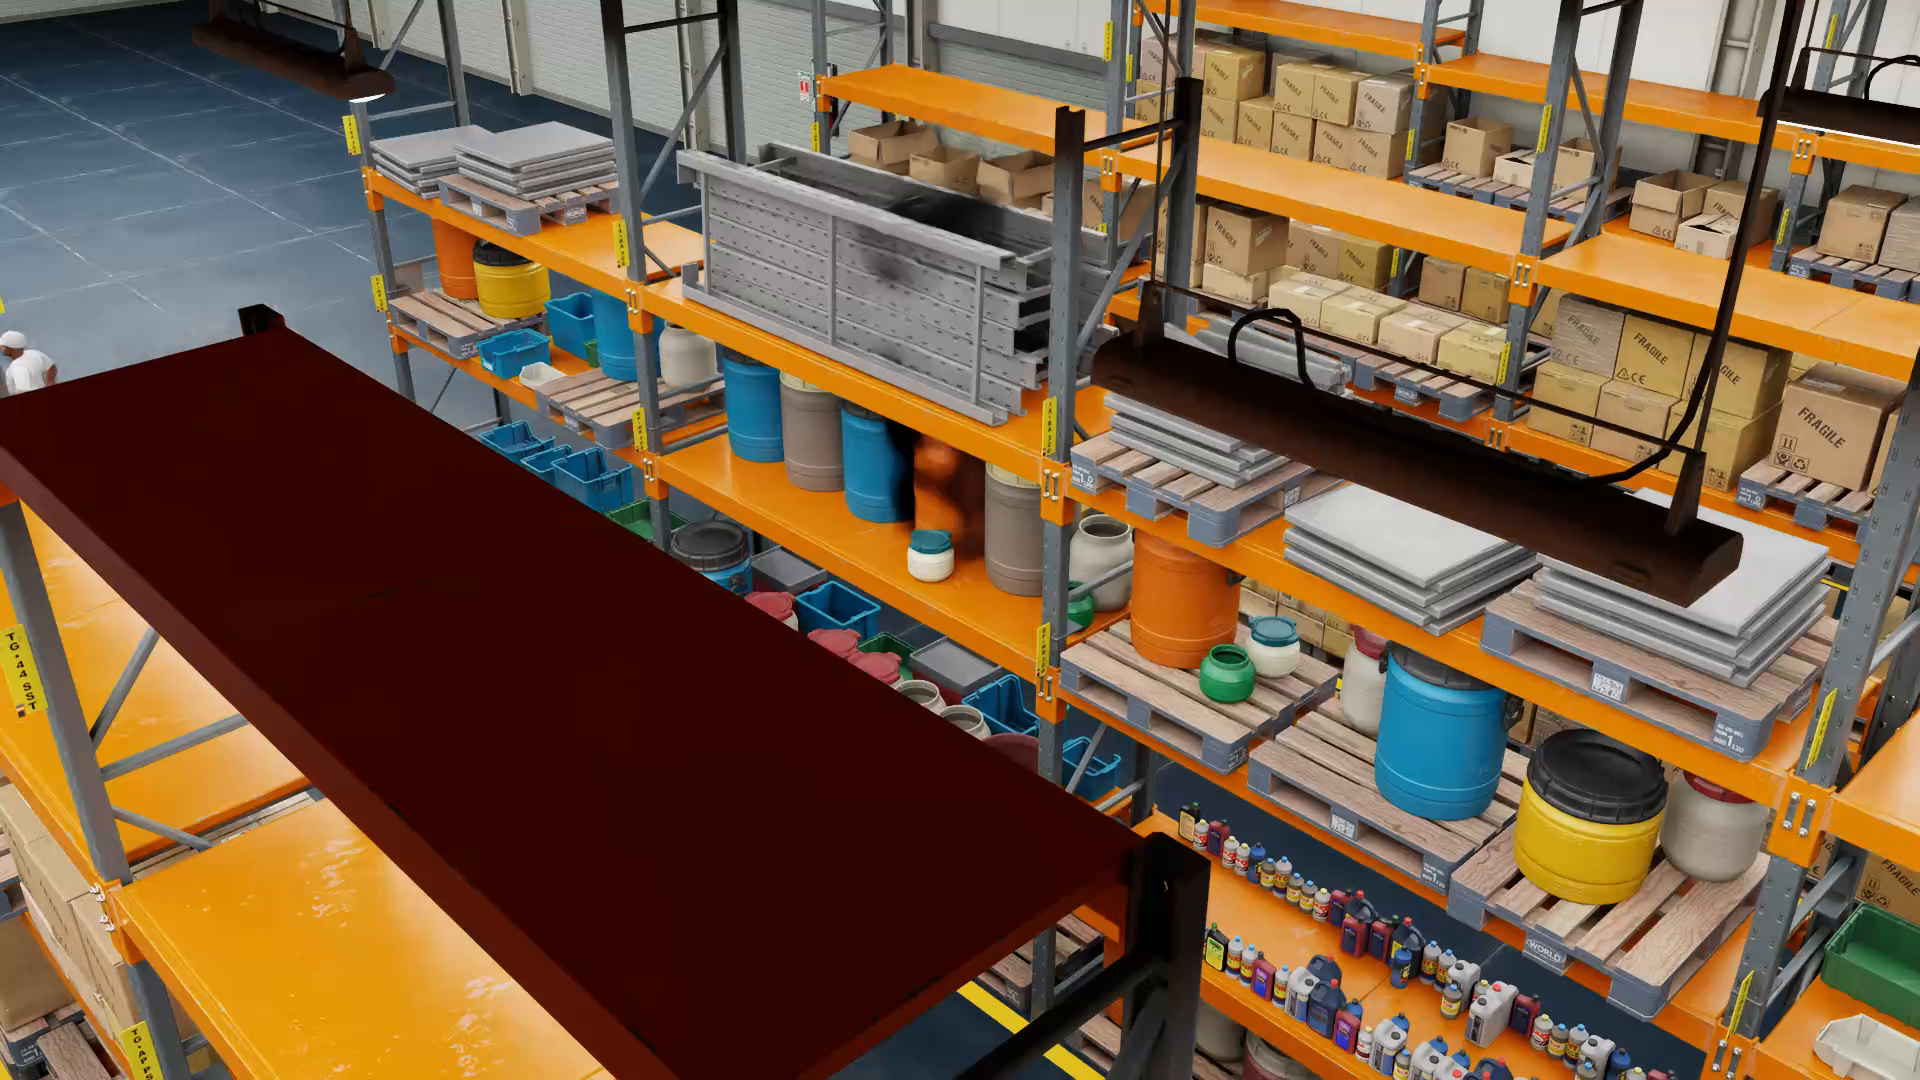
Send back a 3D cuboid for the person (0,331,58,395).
[{"bbox_3d":[-9.849,-1.390,17.604,0.633,1.738,0.700,-9,30,-17],"label":"person"}]
